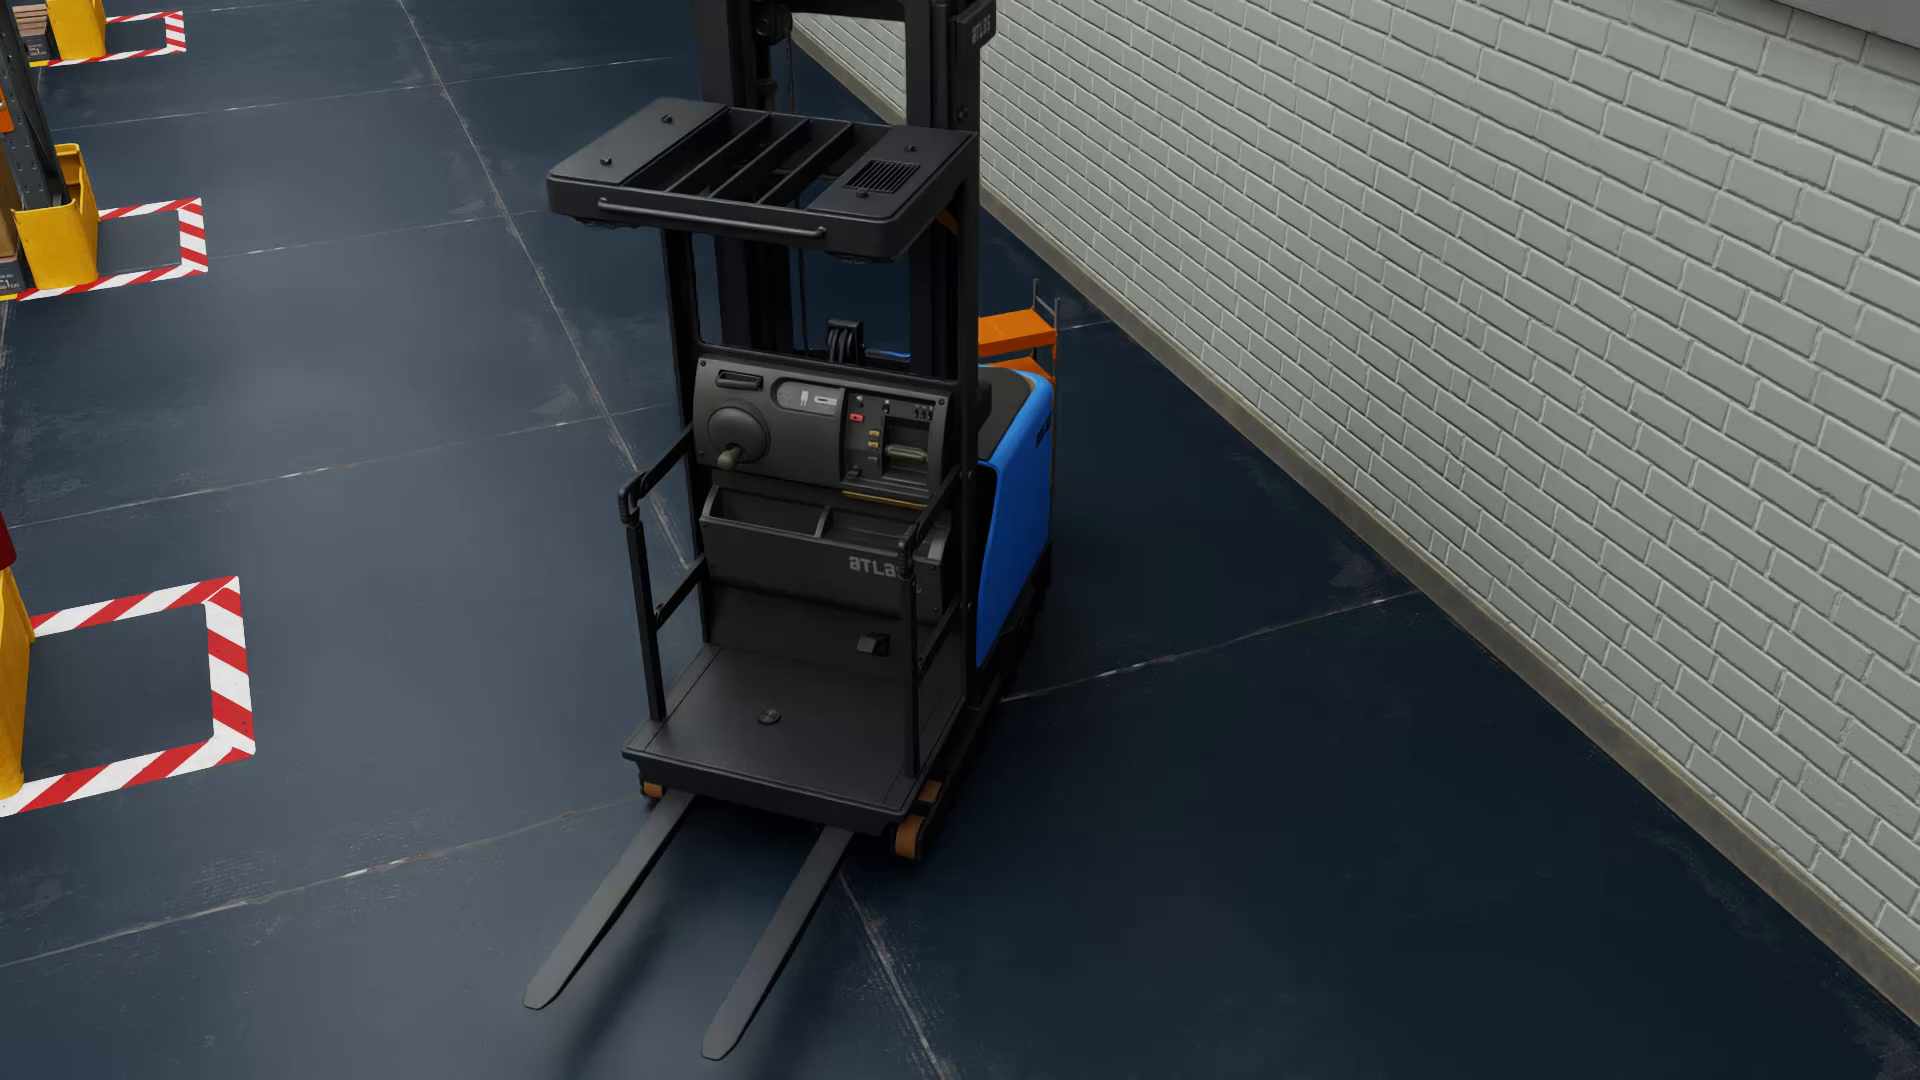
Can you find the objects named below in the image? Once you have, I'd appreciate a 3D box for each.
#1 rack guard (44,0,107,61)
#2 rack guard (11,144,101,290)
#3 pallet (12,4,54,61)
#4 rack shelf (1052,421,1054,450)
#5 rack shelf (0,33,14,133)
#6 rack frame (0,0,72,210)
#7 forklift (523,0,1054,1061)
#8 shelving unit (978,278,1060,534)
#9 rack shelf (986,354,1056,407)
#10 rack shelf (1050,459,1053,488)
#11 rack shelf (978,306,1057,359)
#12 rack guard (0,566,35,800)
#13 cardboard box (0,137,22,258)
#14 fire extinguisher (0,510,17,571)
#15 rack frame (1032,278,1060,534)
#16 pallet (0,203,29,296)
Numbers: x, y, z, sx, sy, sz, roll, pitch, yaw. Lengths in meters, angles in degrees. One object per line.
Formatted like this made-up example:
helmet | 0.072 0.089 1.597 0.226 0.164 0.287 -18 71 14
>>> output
rack guard | -7.579 -4.540 14.268 0.348 0.500 1.175 -13 35 -19
rack guard | -5.657 -2.042 10.431 0.348 0.500 1.175 -13 35 -19
pallet | -8.372 -4.252 14.092 1.213 0.211 1.003 -13 35 -19
rack shelf | 0.153 -0.481 7.513 0.480 0.148 0.258 -13 35 -19
rack shelf | -7.523 -2.361 9.288 4.000 0.370 1.077 -13 35 -19
rack frame | -5.679 -3.085 9.741 0.127 3.000 1.000 -13 35 -19
forklift | -0.553 -0.330 5.570 1.130 2.935 3.031 10 34 15
shelving unit | 0.153 -0.538 7.476 0.503 1.200 0.258 -13 35 -19
rack shelf | 0.153 -0.669 7.391 0.480 0.148 0.258 -13 35 -19
rack shelf | 0.153 -0.315 7.621 0.480 0.148 0.258 -13 35 -19
rack shelf | 0.153 -0.867 7.262 0.480 0.148 0.258 -13 35 -19
rack guard | -3.922 0.494 6.532 0.348 0.500 1.175 -13 35 -19
cardboard box | -6.238 -2.195 9.936 0.875 0.875 0.875 -13 35 -19
fire extinguisher | -3.441 -0.202 5.723 0.183 0.674 0.296 -13 35 -19
rack frame | 0.378 -0.589 7.556 0.015 1.200 0.240 -13 35 -19
pallet | -6.386 -1.708 10.182 1.213 0.211 1.003 -13 35 -19
